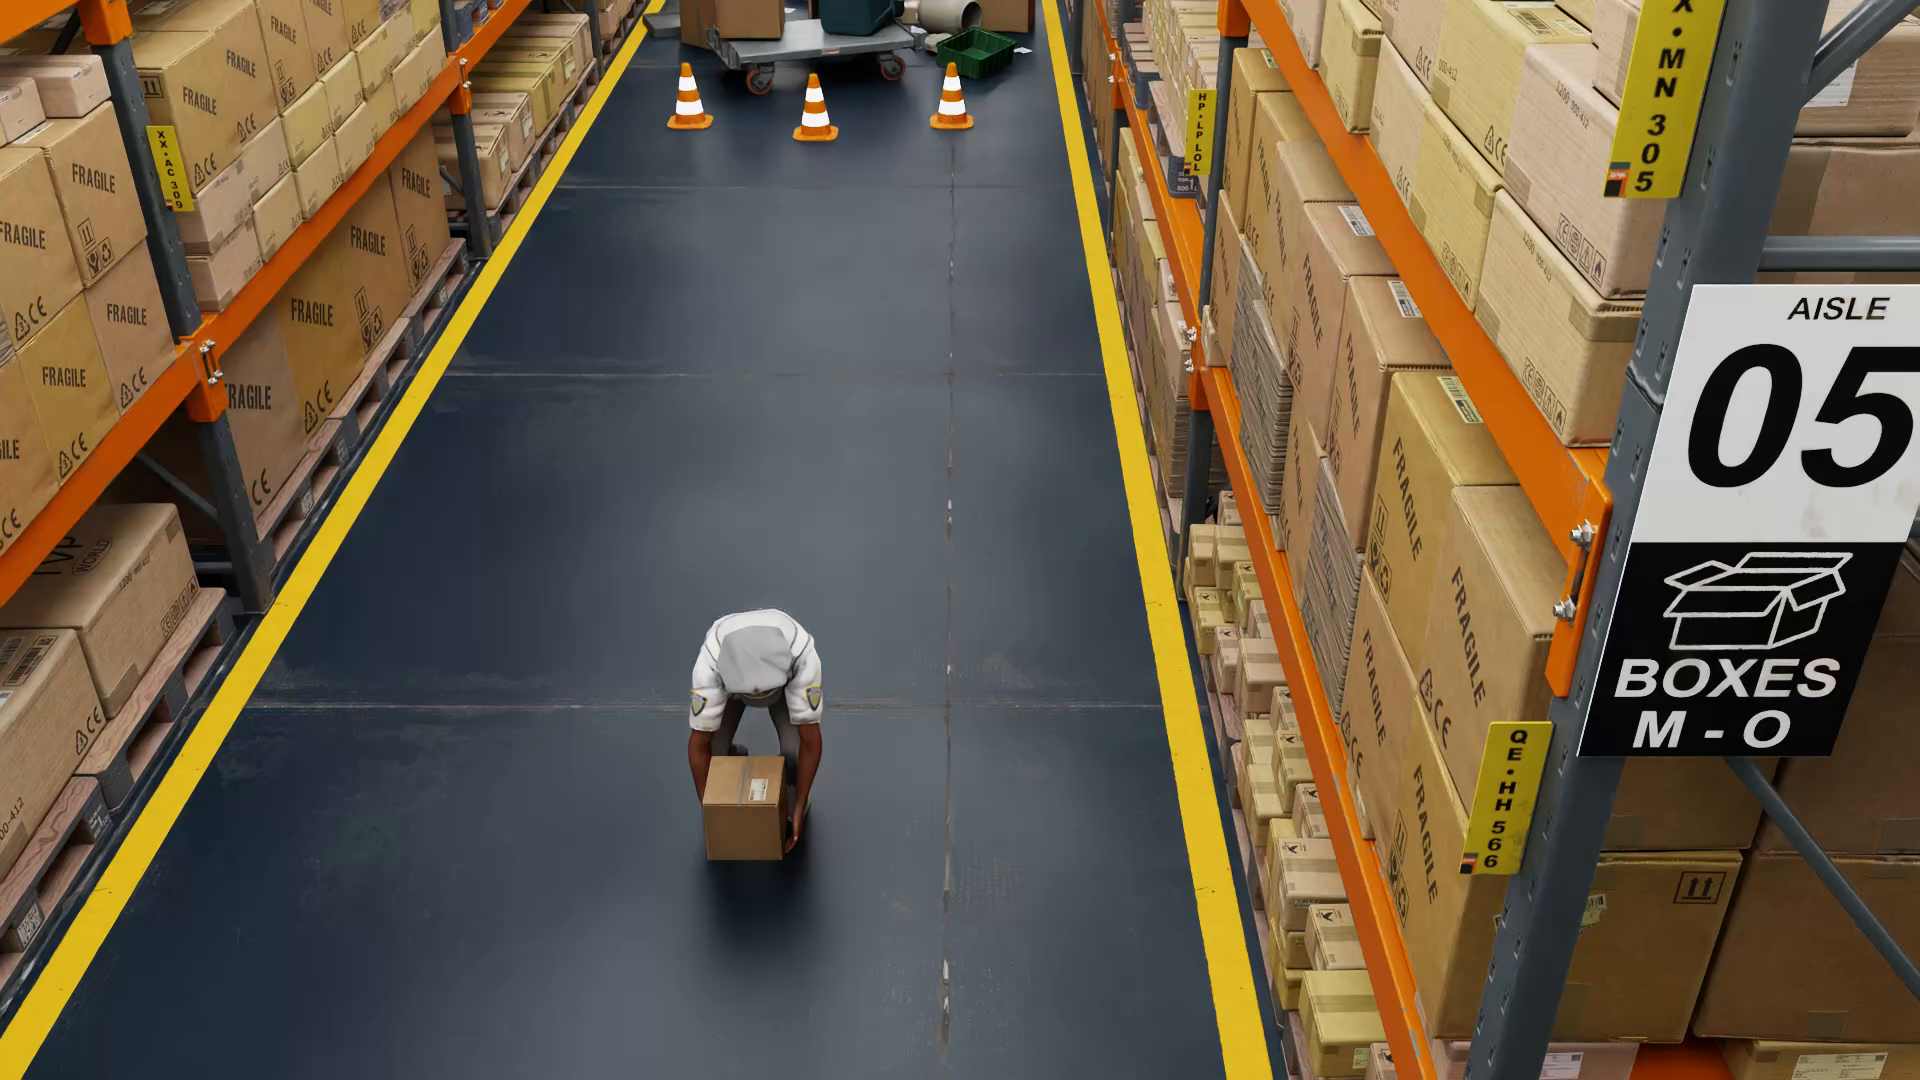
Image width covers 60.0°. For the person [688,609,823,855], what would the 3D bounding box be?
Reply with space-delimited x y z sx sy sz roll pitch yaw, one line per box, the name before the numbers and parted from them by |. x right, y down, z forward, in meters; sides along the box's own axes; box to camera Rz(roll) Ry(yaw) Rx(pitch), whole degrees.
person | -0.713 0.585 5.859 0.481 0.968 0.838 0 32 0
